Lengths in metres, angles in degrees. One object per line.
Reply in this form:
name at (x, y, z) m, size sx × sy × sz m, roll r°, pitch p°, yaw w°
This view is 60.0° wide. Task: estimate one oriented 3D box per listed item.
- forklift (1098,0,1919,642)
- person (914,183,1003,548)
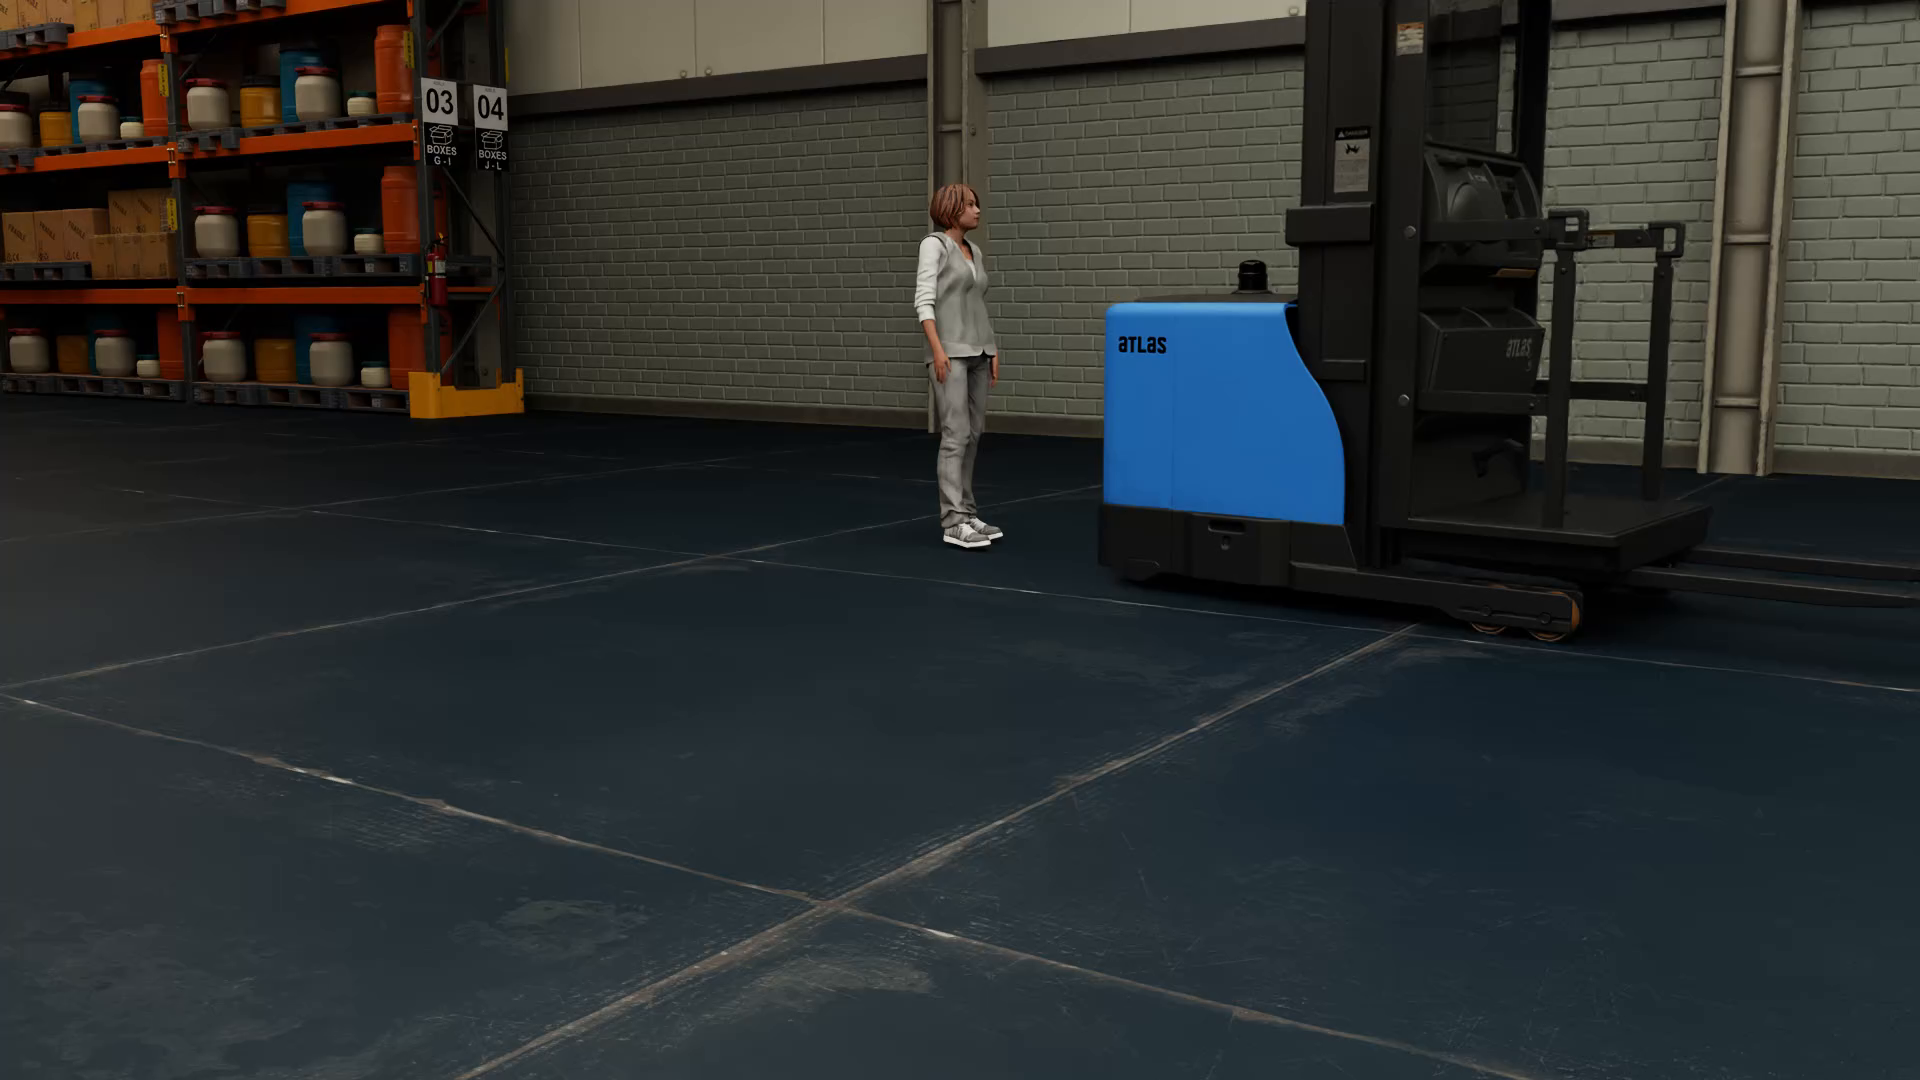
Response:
forklift at (1.996, -1.209, 5.691) m, size 3.031 × 2.935 × 1.130 m, roll 7°, pitch 10°, yaw 39°
person at (0.054, -0.783, 7.439) m, size 0.473 × 1.584 × 0.521 m, roll 5°, pitch 10°, yaw 34°
